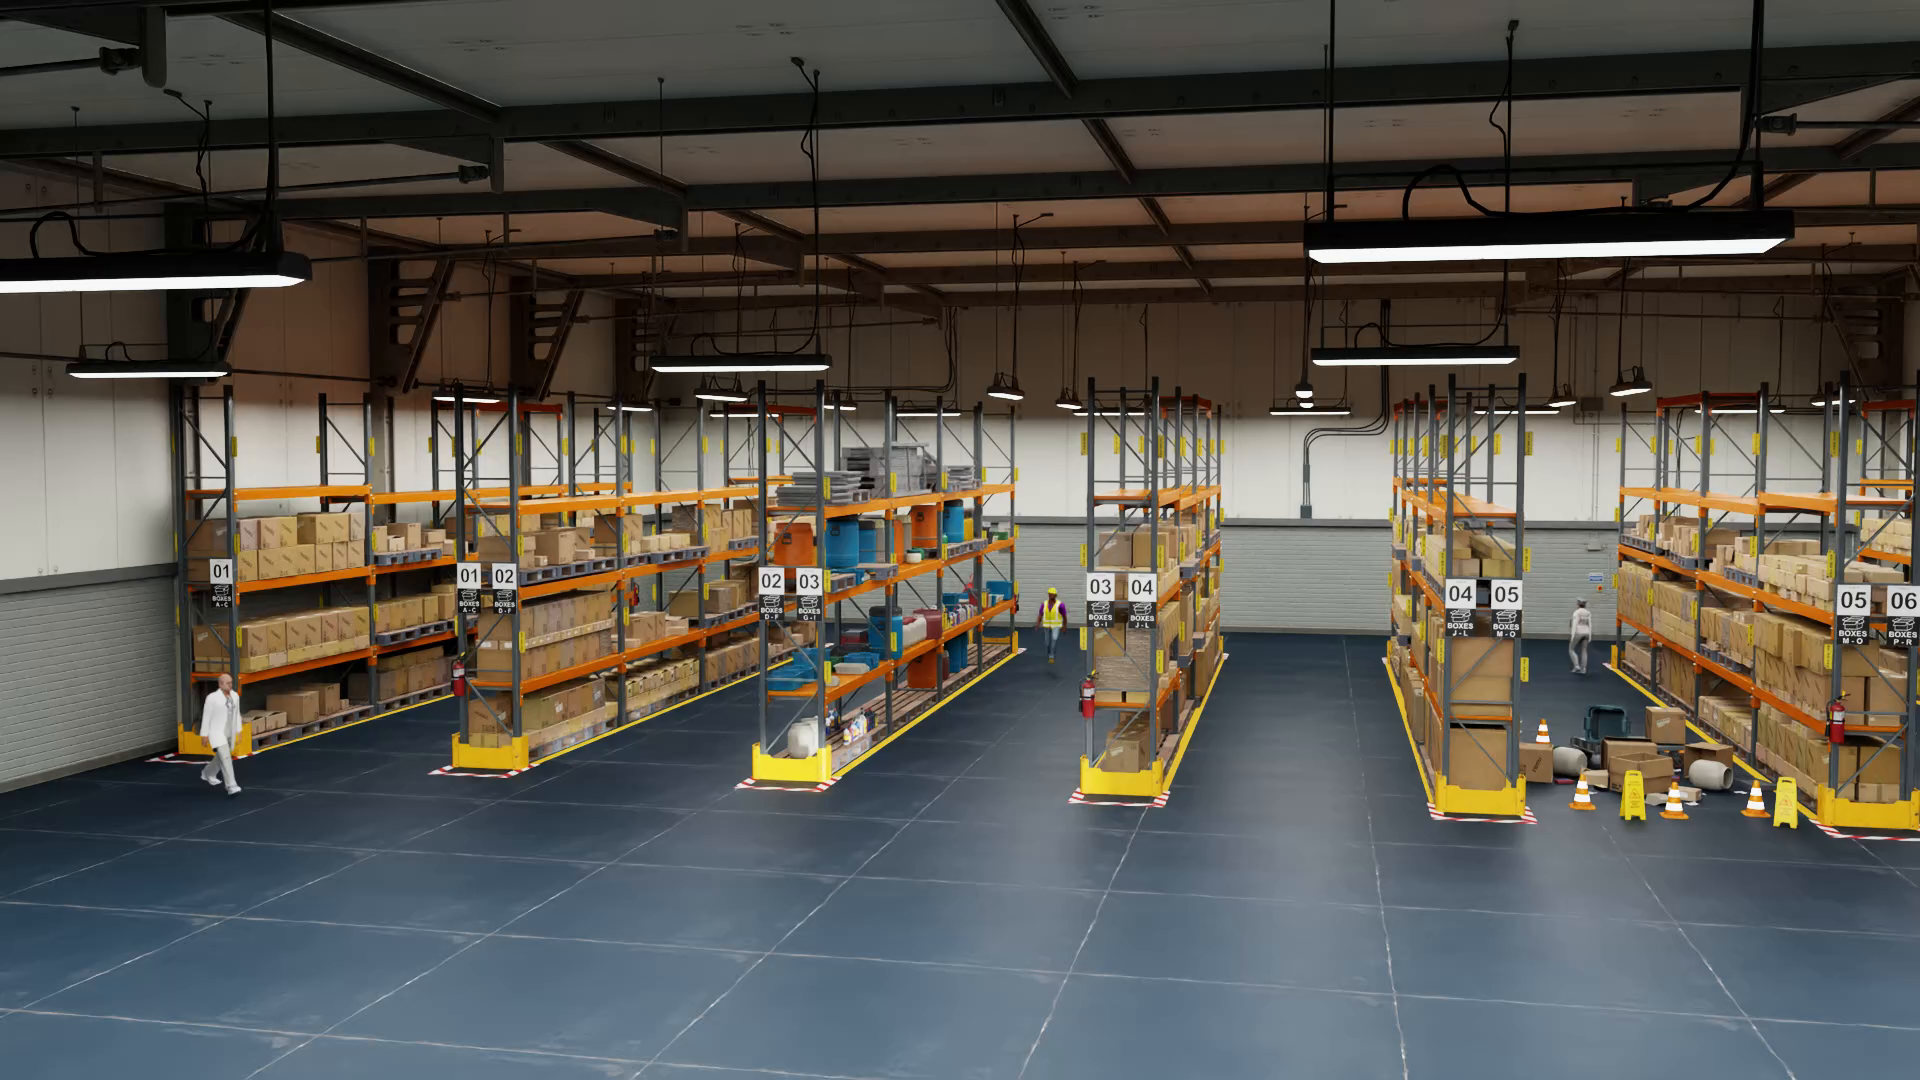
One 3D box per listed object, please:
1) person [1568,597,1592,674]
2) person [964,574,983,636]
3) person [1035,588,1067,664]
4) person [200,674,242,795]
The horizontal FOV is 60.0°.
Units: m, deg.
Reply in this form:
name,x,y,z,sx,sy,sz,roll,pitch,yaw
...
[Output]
name,x,y,z,sx,sy,sz,roll,pitch,yaw
person,13.709,2.123,36.731,0.518,1.713,0.345,-1,3,-18
person,0.340,1.715,43.226,0.537,1.697,0.778,-3,4,-39
person,1.998,1.869,36.525,0.641,1.622,1.072,1,3,16
person,-10.695,2.789,24.090,1.195,1.712,0.617,2,4,30
